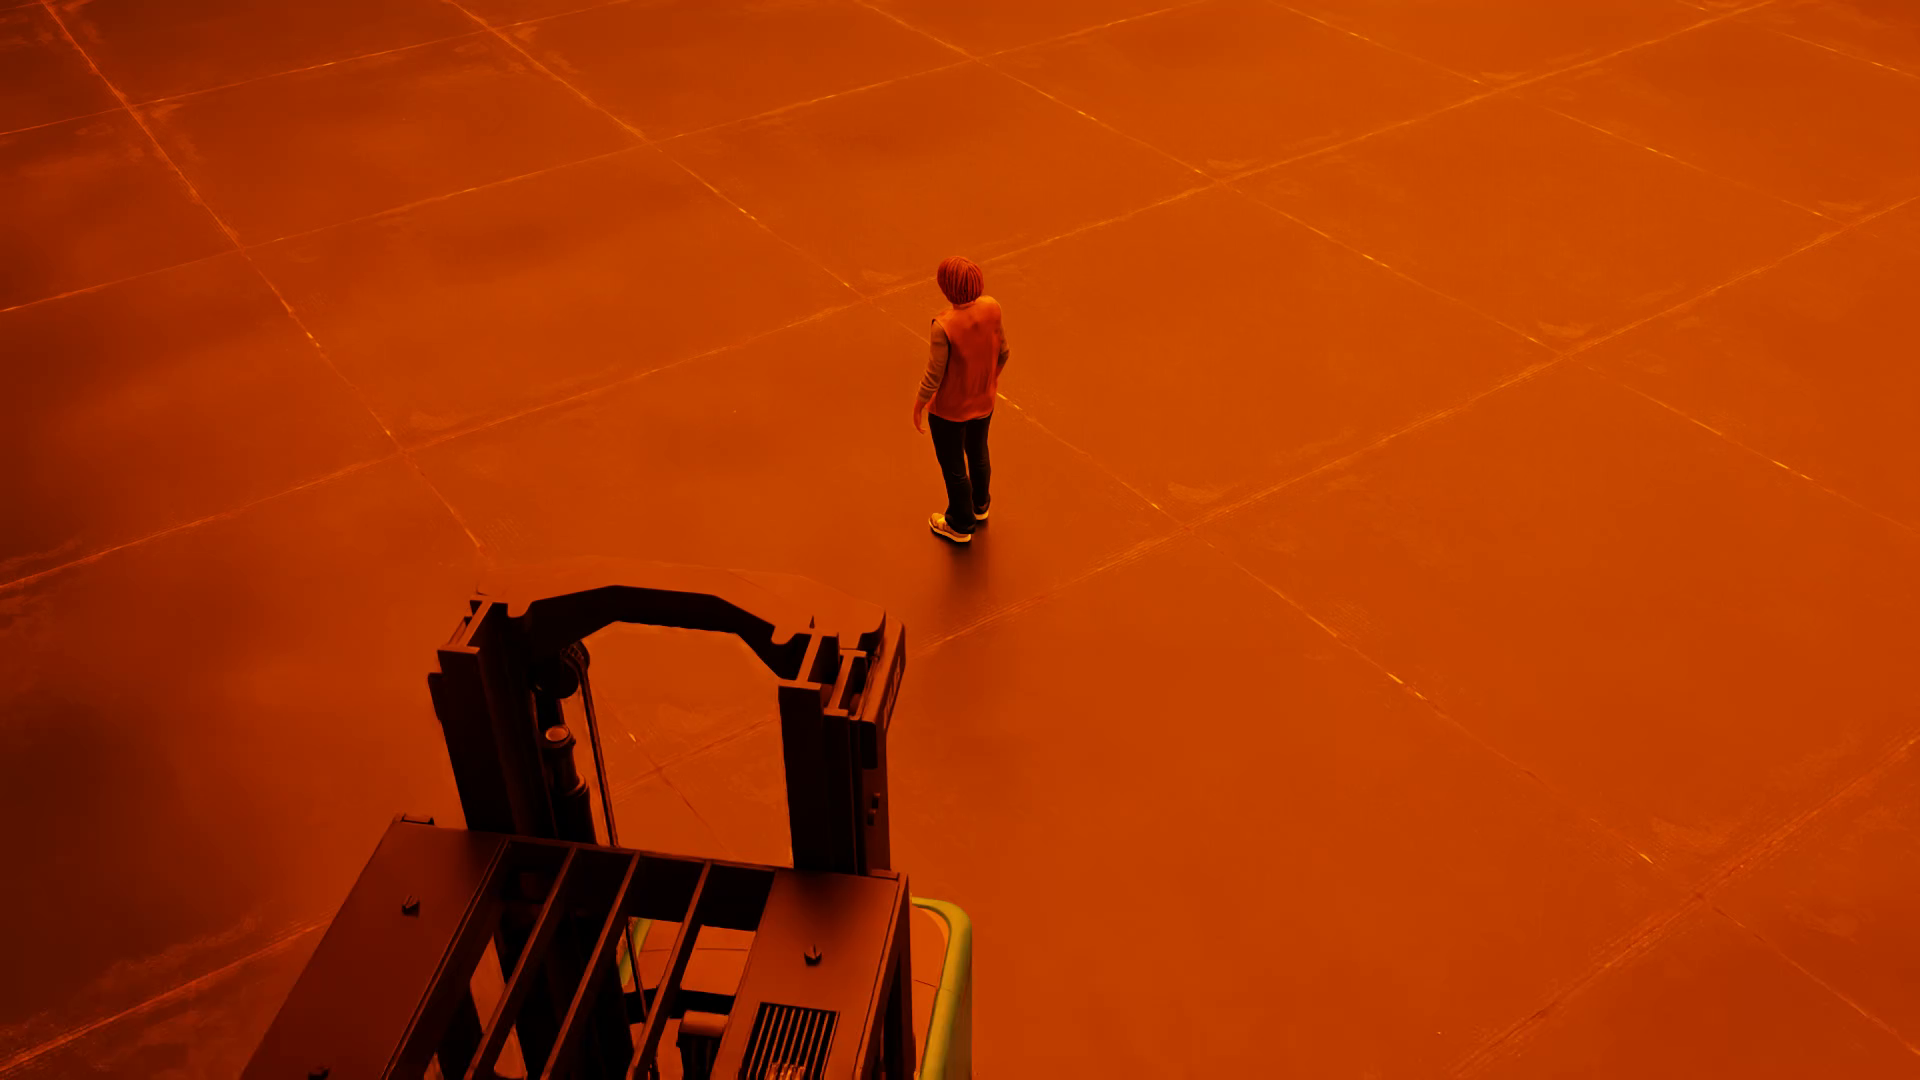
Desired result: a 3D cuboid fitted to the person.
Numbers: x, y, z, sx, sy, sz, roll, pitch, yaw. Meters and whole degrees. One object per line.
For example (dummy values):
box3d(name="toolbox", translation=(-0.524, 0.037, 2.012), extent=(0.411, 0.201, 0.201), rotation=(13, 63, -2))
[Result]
box3d(name="person", translation=(-0.031, -0.689, 7.986), extent=(0.520, 1.597, 0.476), rotation=(-23, 42, -28))

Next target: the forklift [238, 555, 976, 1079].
box3d(name="forklift", translation=(-0.684, 1.620, 3.753), extent=(1.130, 2.935, 3.031), rotation=(5, 37, 7))
